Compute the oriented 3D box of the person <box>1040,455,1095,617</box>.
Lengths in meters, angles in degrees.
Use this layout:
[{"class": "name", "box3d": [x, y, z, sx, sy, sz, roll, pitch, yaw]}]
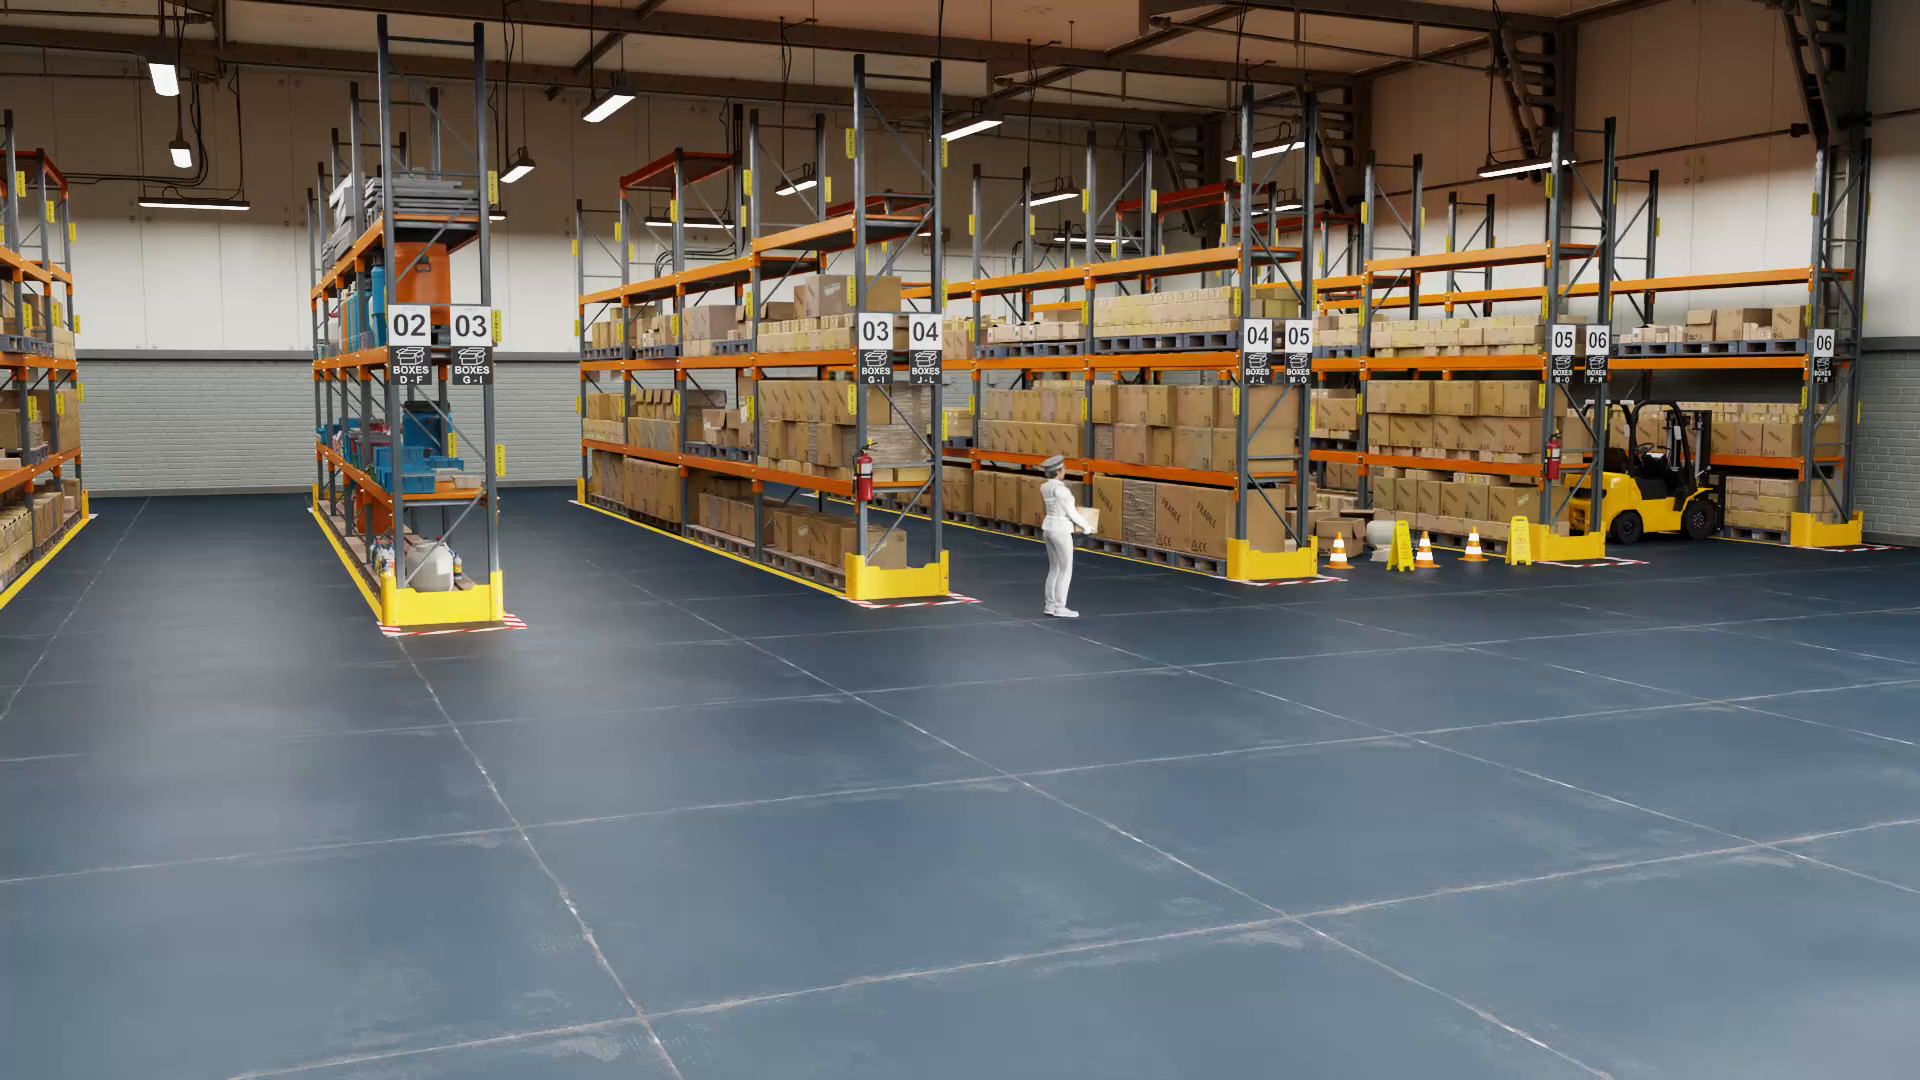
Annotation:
[{"class": "person", "box3d": [1.105, -0.048, 17.389, 0.547, 1.689, 0.459, -2, 6, -23]}]
